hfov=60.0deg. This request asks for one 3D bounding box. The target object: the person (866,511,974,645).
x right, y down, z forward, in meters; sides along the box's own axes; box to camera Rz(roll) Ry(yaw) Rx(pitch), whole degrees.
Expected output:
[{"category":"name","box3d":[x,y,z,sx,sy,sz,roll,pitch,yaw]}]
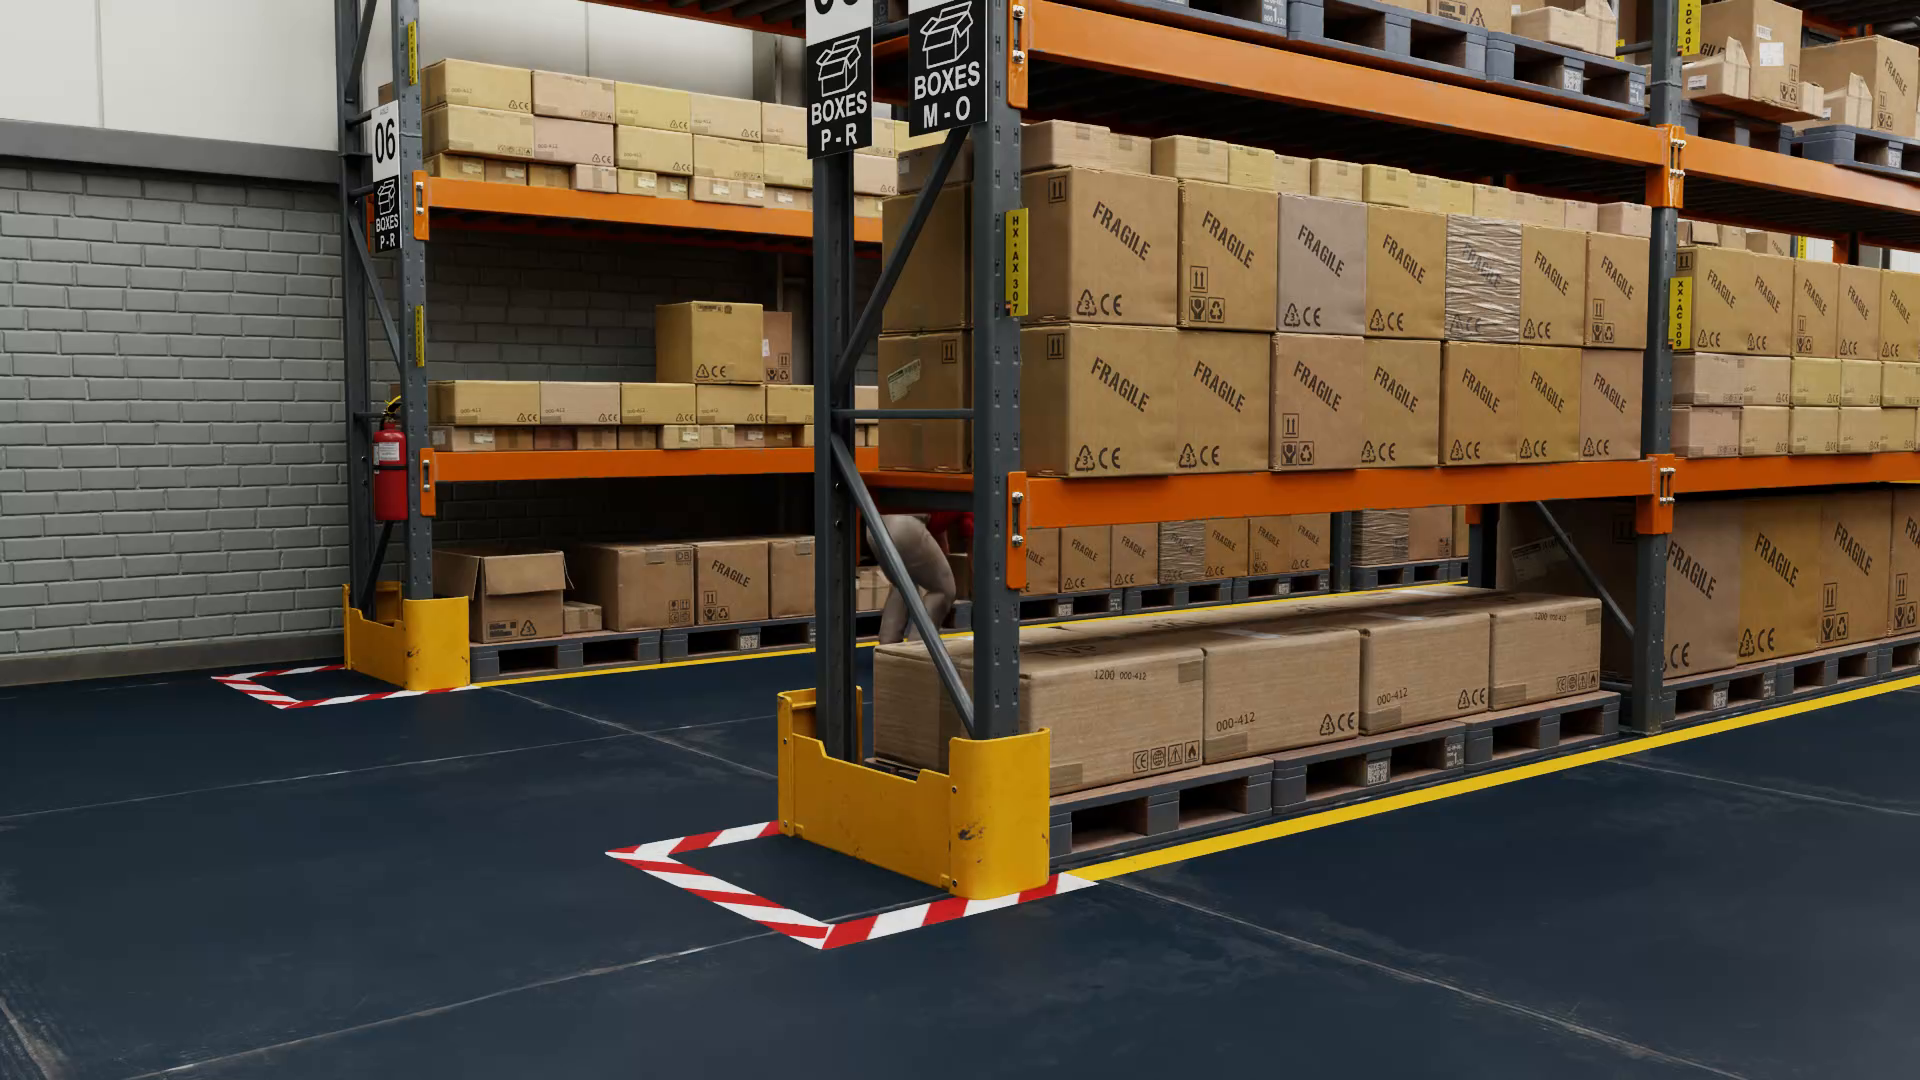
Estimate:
[{"category":"person","box3d":[-0.143,0.144,10.137,0.922,1.216,0.508,-4,6,-41]}]
